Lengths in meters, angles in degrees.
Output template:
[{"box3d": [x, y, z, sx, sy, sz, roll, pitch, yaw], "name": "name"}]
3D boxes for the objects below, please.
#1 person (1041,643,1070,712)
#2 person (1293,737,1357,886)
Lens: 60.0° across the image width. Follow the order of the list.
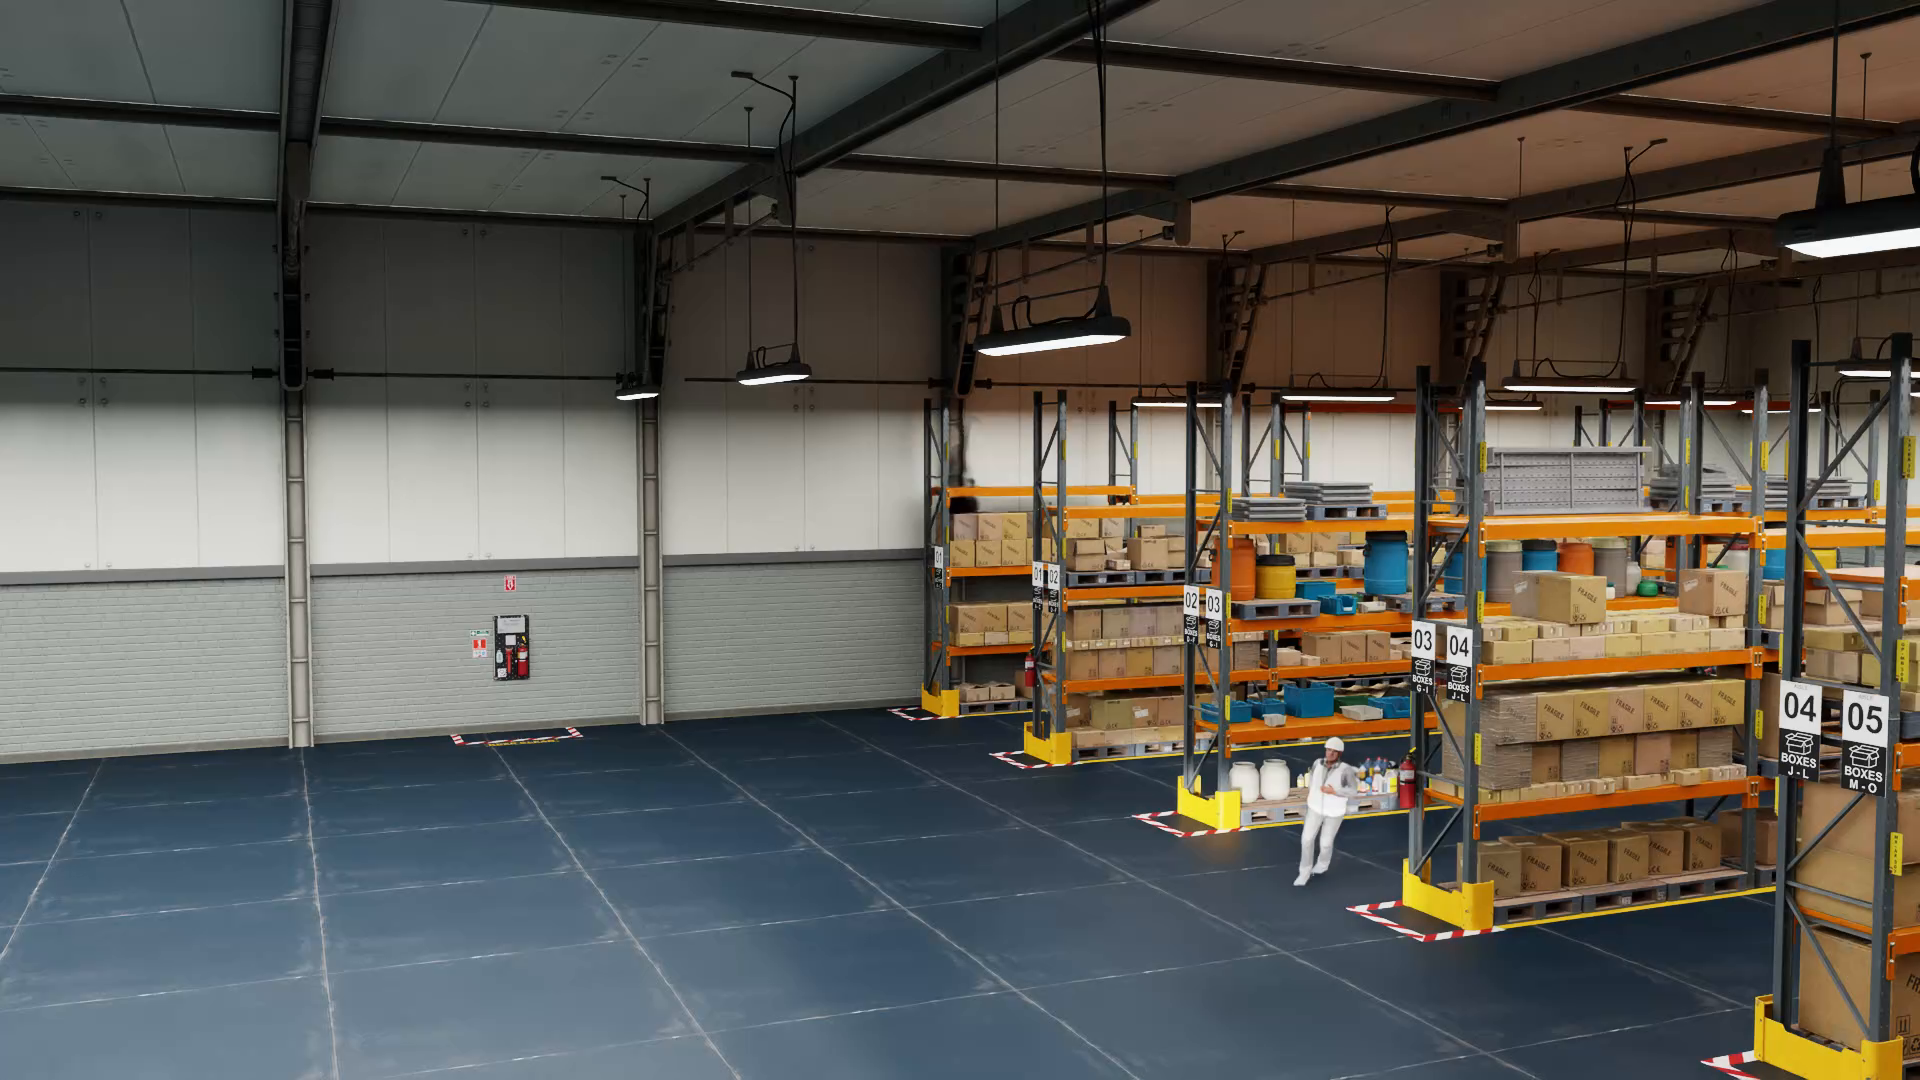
[{"box3d": [1.745, 2.604, 29.340, 0.748, 1.599, 0.527, -1, 4, -21], "name": "person"}, {"box3d": [4.321, 3.177, 19.450, 0.702, 1.810, 0.705, 2, 4, 27], "name": "person"}]
